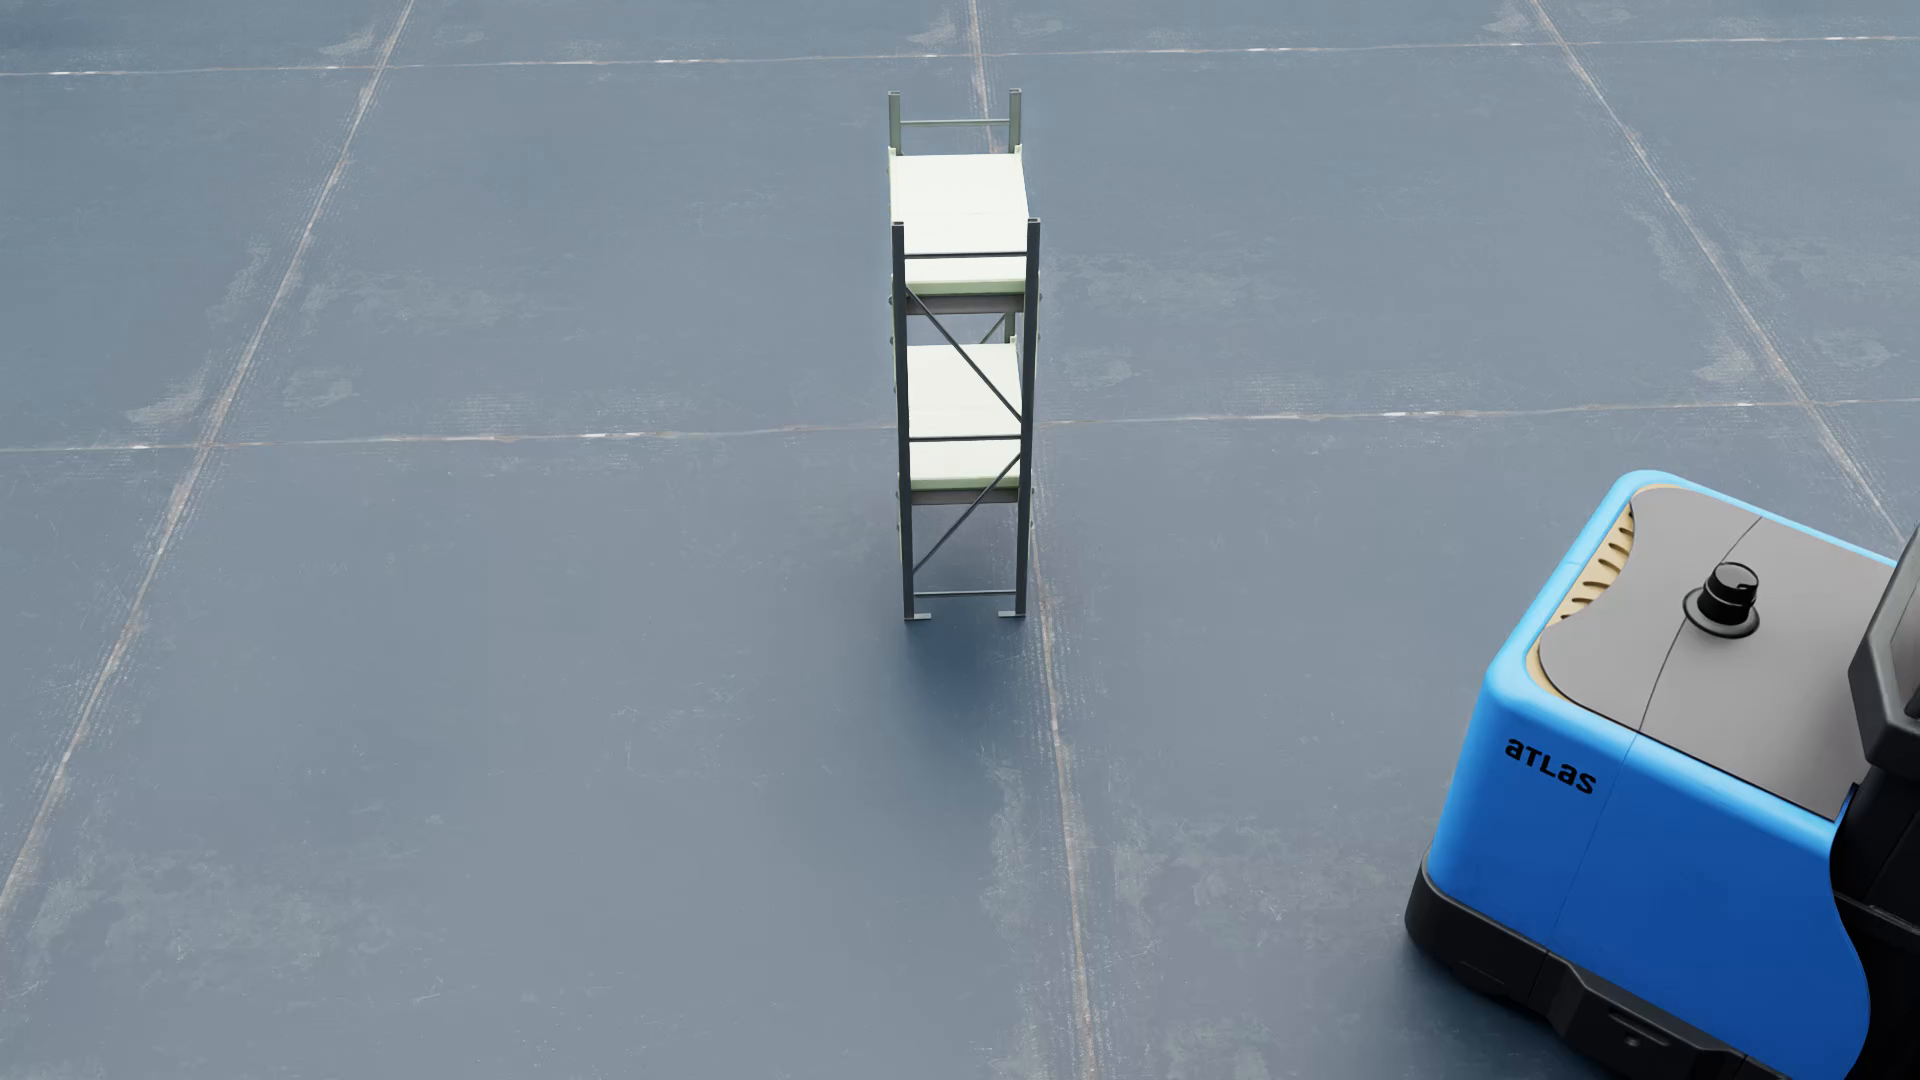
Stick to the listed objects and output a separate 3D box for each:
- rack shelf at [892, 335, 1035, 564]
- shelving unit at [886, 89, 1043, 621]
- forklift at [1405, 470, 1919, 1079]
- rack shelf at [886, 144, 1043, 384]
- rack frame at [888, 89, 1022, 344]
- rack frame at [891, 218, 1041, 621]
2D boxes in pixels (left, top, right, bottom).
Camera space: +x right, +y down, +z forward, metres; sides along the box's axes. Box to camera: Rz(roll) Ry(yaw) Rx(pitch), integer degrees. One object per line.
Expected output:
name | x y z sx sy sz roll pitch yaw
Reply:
rack shelf | 0.000 -0.308 5.459 0.431 0.370 0.720 -2 43 -2
shelving unit | 0.000 -0.548 5.238 0.431 1.500 0.755 -2 43 -2
forklift | 2.694 0.354 3.195 3.031 2.935 1.130 26 49 26
rack shelf | 0.000 -0.836 4.975 0.431 0.370 0.720 -2 43 -2
rack frame | -0.015 -0.795 5.508 0.400 1.500 0.023 -2 43 -2
rack frame | 0.016 -0.301 4.969 0.400 1.500 0.023 -2 43 -2
